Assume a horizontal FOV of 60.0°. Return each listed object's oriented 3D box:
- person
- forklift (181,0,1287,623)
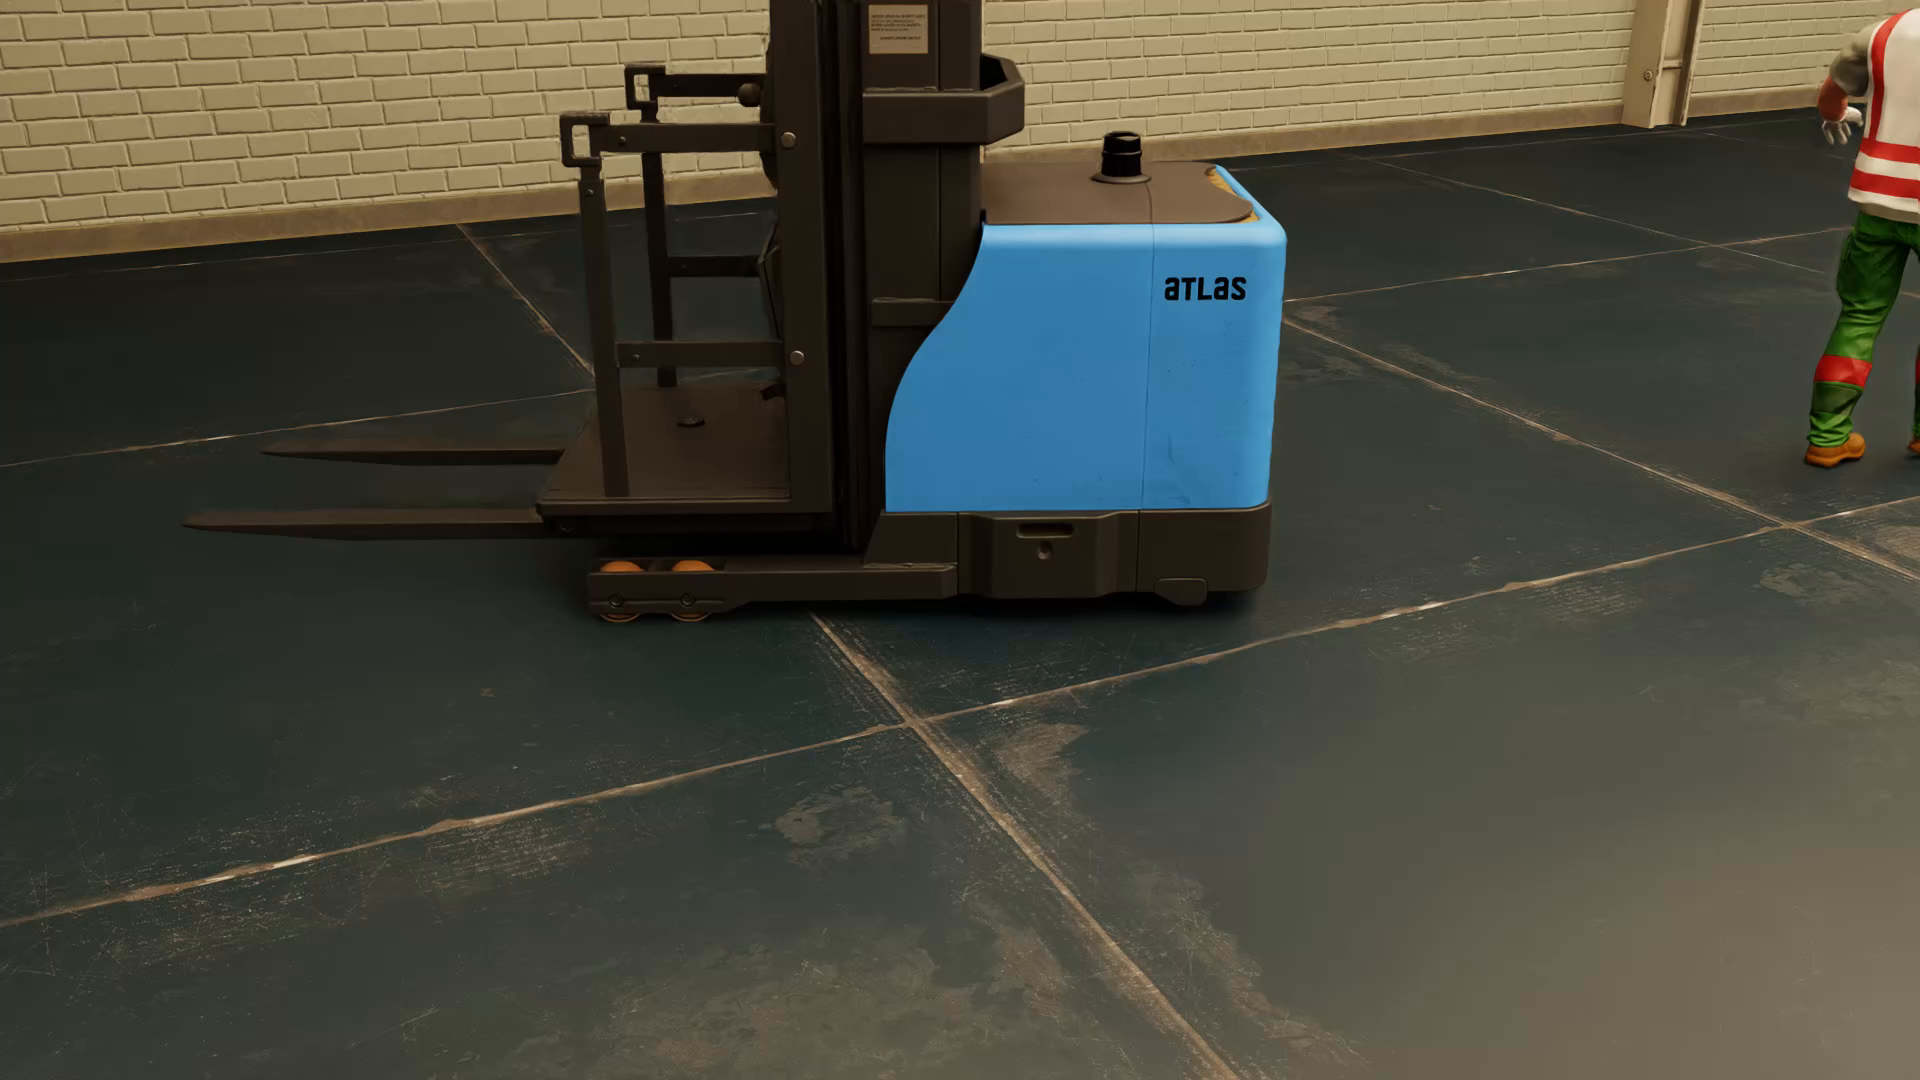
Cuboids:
[{"bbox_3d":[3.238,-1.093,5.497,0.648,1.795,1.026,-16,27,-33],"label":"person"},{"bbox_3d":[-0.666,-1.333,4.494,3.031,2.935,1.130,-1,23,-1],"label":"forklift"}]
